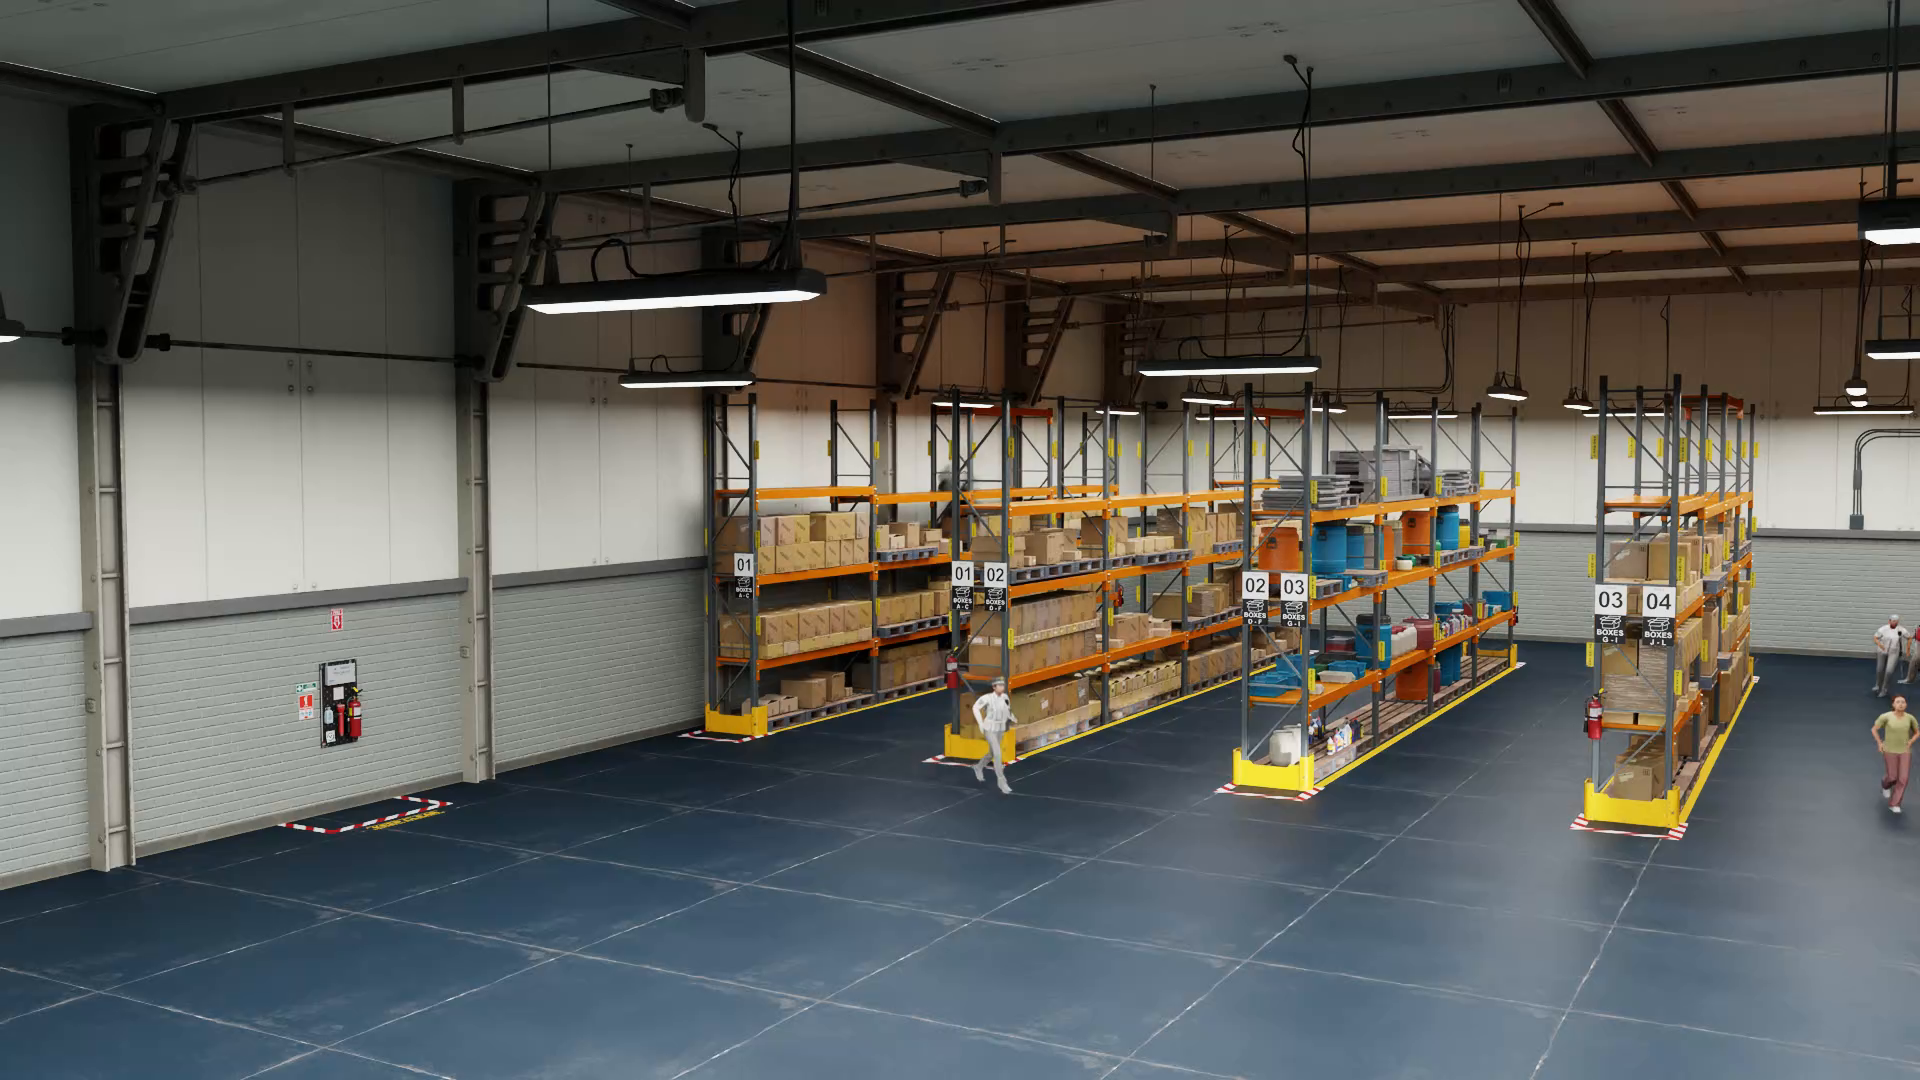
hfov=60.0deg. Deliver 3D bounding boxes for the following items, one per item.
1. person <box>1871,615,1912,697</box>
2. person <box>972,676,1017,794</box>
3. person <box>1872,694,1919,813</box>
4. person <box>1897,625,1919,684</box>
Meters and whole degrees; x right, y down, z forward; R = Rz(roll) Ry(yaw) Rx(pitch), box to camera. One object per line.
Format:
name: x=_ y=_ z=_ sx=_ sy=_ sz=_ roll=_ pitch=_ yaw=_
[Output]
person: x=18.984 y=2.367 z=33.920 sx=0.697 sy=1.710 sz=0.700 roll=2 pitch=4 yaw=37
person: x=0.489 y=2.833 z=24.573 sx=0.569 sy=1.698 sz=0.942 roll=-3 pitch=4 yaw=-41
person: x=12.996 y=2.942 z=23.072 sx=0.596 sy=1.624 sz=0.597 roll=1 pitch=3 yaw=15
person: x=20.503 y=2.280 z=35.329 sx=0.832 sy=1.631 sz=0.868 roll=0 pitch=3 yaw=2
